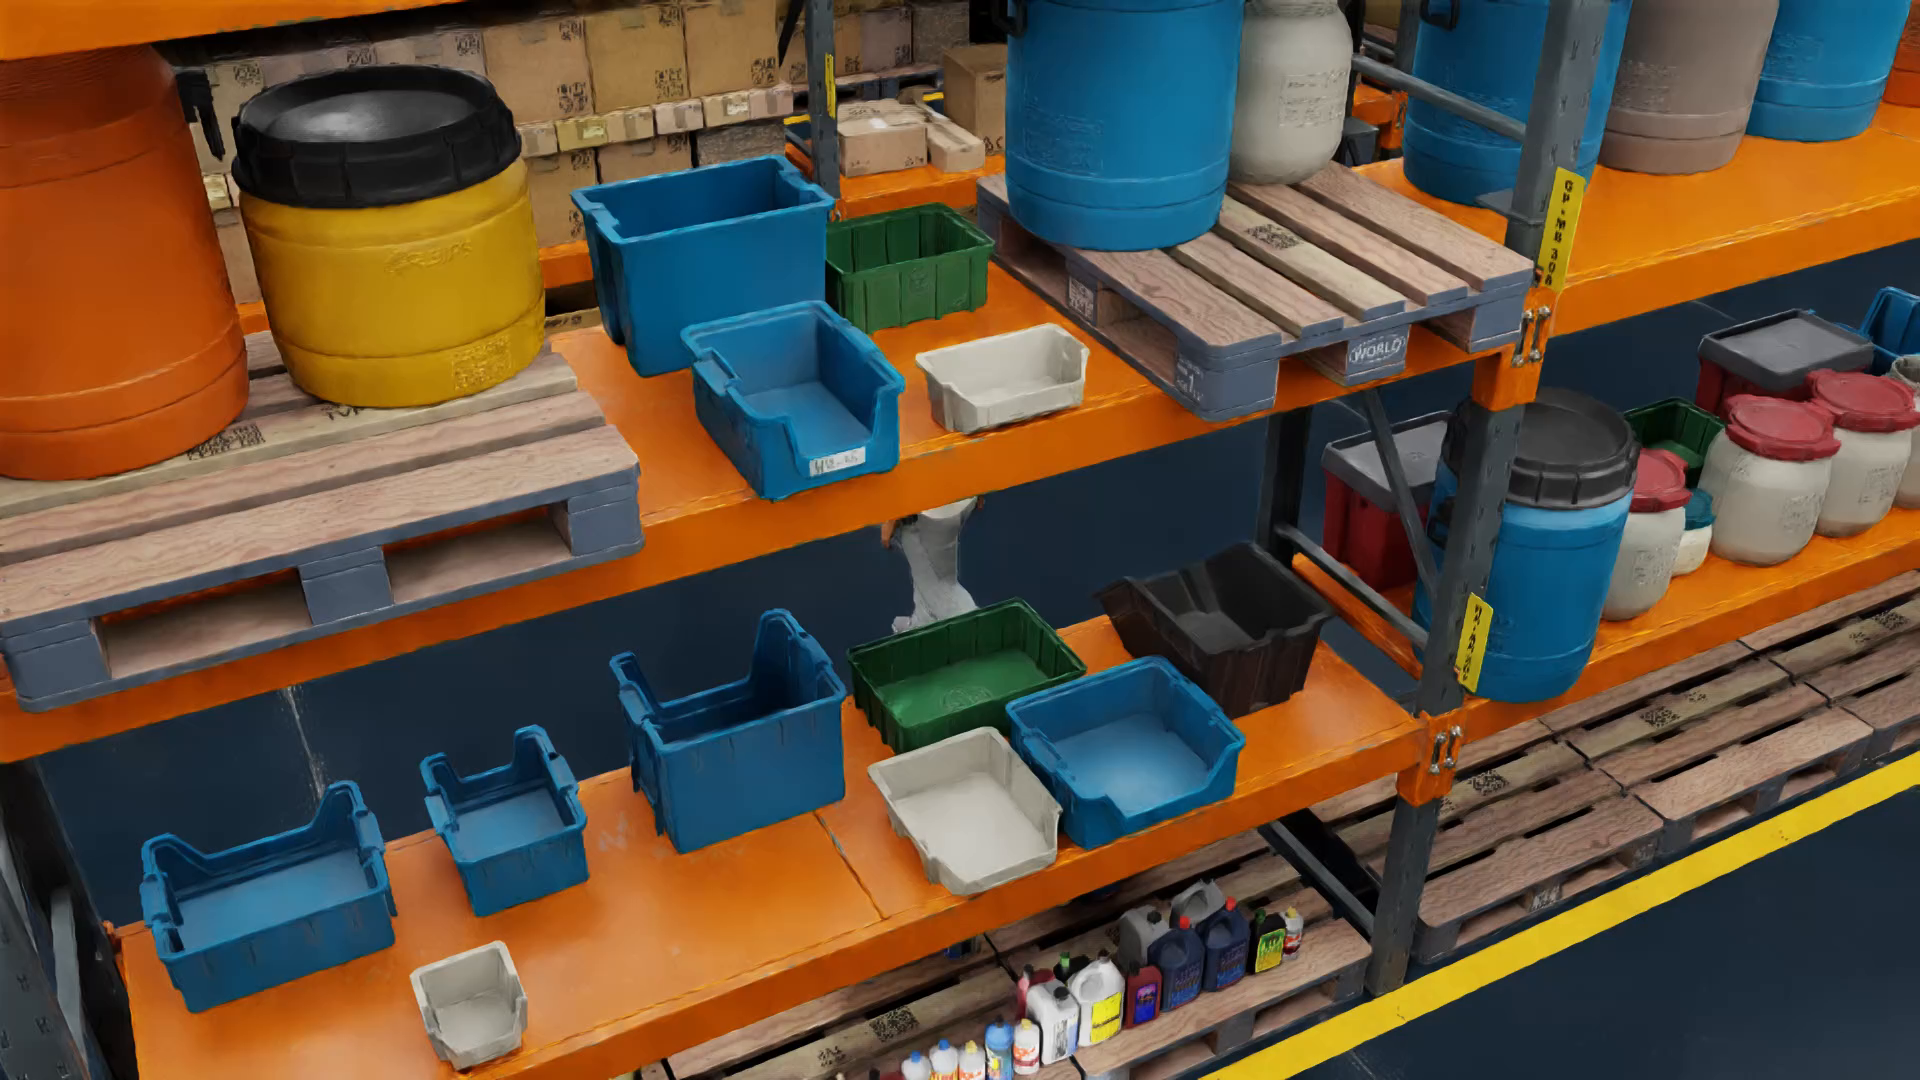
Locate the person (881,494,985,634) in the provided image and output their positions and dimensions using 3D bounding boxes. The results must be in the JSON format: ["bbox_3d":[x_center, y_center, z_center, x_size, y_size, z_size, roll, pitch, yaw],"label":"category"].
[{"bbox_3d":[-0.076,-0.142,7.362,0.659,1.655,0.603,15,36,21],"label":"person"}]
